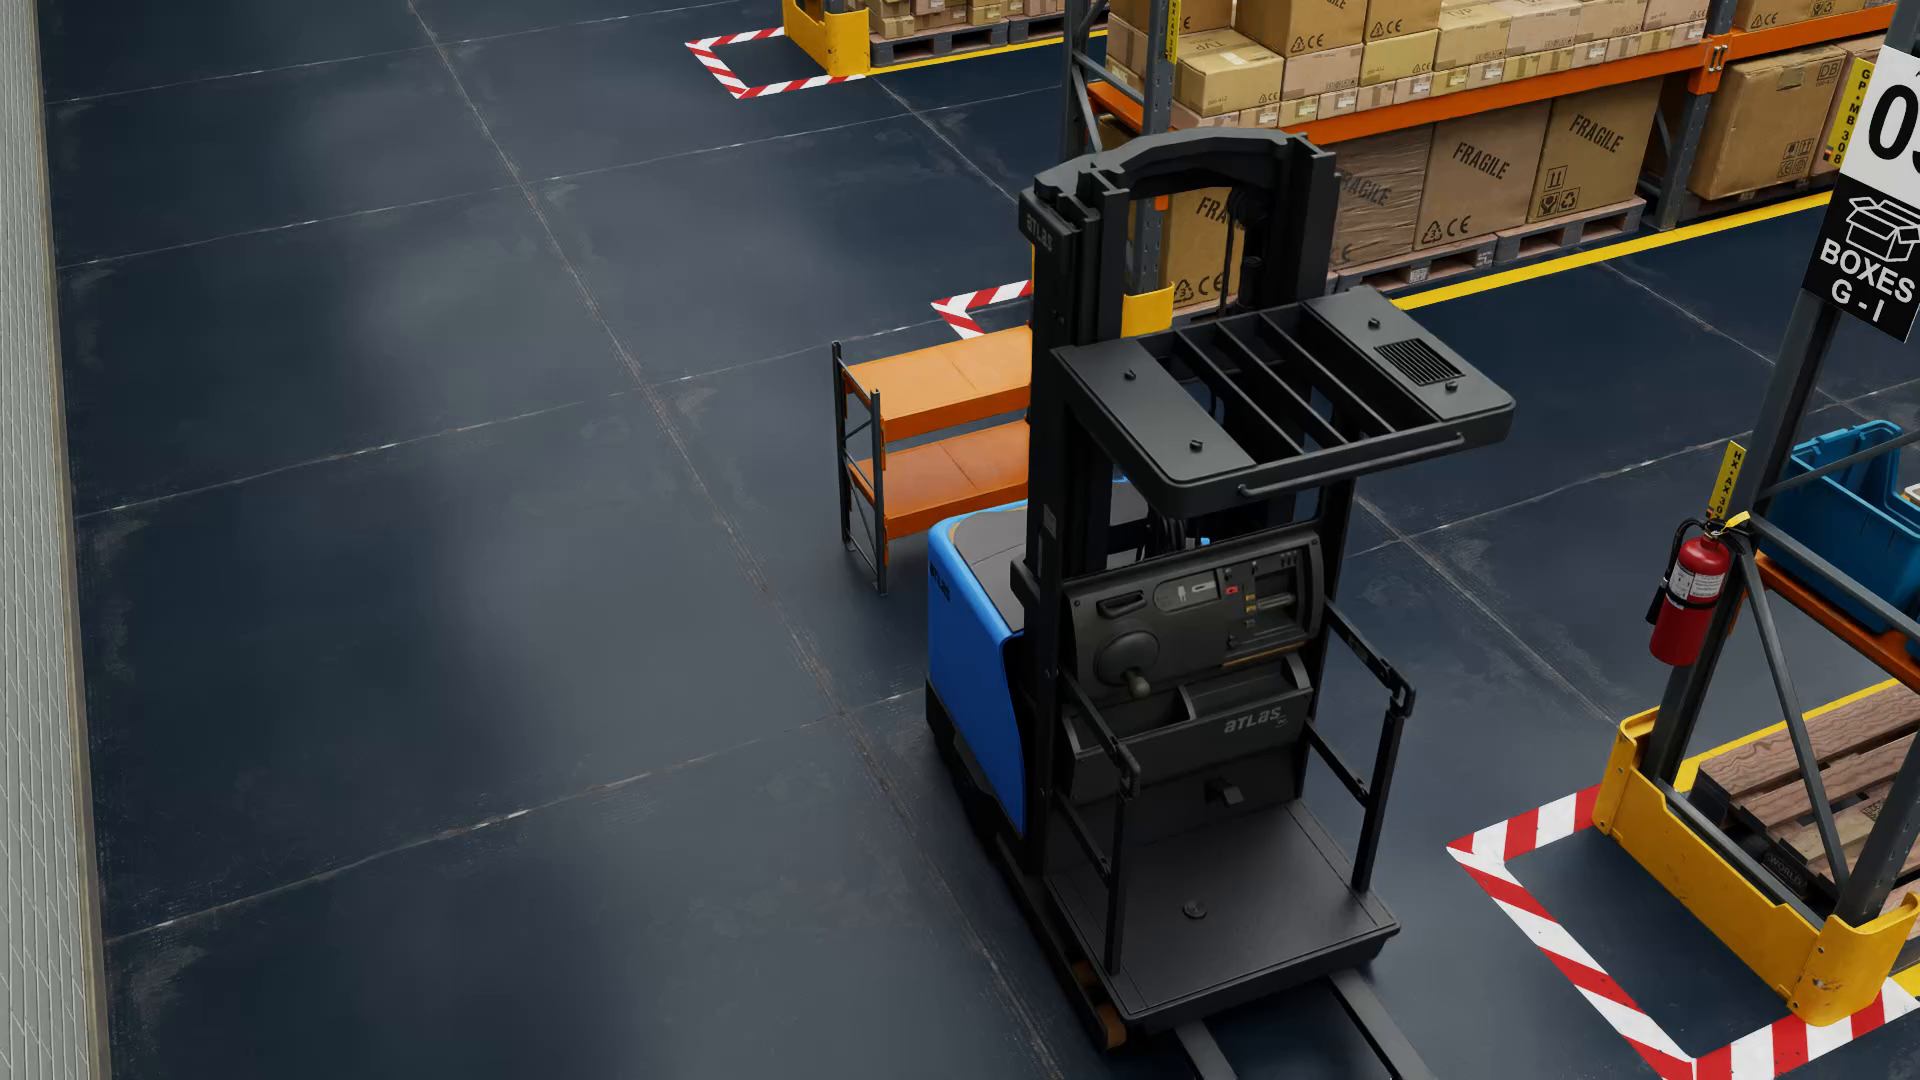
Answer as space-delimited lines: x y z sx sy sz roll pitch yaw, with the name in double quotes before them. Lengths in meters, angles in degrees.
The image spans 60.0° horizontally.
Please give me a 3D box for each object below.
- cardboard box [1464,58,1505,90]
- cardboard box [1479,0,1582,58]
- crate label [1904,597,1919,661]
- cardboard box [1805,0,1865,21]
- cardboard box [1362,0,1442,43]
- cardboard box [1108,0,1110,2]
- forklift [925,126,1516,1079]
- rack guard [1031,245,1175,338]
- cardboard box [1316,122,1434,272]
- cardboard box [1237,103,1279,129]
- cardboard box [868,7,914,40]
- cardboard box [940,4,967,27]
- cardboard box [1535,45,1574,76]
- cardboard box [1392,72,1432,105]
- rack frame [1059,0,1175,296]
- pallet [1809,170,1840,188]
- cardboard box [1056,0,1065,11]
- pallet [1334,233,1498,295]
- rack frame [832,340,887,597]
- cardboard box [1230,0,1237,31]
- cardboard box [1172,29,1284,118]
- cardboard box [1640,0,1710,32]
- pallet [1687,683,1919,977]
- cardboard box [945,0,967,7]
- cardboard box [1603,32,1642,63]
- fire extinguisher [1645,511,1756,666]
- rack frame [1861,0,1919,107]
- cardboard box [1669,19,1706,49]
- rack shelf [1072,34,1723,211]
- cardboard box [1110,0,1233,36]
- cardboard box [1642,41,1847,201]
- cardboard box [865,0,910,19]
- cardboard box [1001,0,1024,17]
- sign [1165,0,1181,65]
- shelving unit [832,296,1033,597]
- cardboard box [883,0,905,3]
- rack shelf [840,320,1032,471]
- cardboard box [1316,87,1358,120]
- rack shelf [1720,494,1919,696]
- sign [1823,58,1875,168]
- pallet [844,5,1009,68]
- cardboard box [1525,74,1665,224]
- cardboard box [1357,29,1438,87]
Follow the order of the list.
"cardboard box" 2.938 -2.771 9.678 0.250 0.149 0.380 -15 39 -19
"cardboard box" 3.251 -3.059 9.733 0.500 0.250 0.500 -15 39 -19
"crate label" 3.315 0.327 5.381 0.303 0.233 0.416 -16 39 -20
"cardboard box" 5.446 -3.664 10.588 0.500 0.500 0.500 -16 39 -20
"cardboard box" 2.316 -3.099 9.158 0.500 0.500 0.500 -17 40 -21
"cardboard box" 1.305 -4.694 14.101 0.250 0.149 0.380 -16 39 -20
"forklift" 0.875 0.320 5.358 1.130 2.935 3.031 -13 39 -17
"rack guard" 0.826 -1.492 9.842 0.348 0.500 1.175 -16 39 -20
"cardboard box" 2.217 -2.253 10.201 0.875 0.875 0.875 -16 39 -20
"cardboard box" 1.541 -2.379 9.150 0.250 0.149 0.380 -16 40 -21
"cardboard box" -0.558 -4.186 13.417 0.250 0.149 0.380 -15 39 -19
"cardboard box" -0.134 -4.363 13.655 0.250 0.149 0.380 -15 39 -19
"cardboard box" 3.400 -2.899 9.852 0.250 0.149 0.380 -15 39 -19
"cardboard box" 2.472 -2.640 9.502 0.250 0.149 0.380 -16 39 -20
"rack frame" 0.848 -2.502 9.106 0.127 3.000 1.000 -16 39 -20
"pallet" 6.241 -2.942 12.039 1.213 0.211 1.003 -16 39 -20
"cardboard box" 0.837 -4.585 13.954 0.250 0.149 0.380 -16 39 -20
"pallet" 2.641 -1.933 10.679 1.213 0.211 1.003 -16 39 -20
"rack frame" -0.466 -0.321 7.739 0.032 1.125 0.500 -16 39 -20
"cardboard box" 1.633 -2.955 9.593 0.500 0.250 0.500 -16 40 -21
"cardboard box" 1.397 -2.537 9.029 0.500 0.250 0.500 -17 40 -21
"cardboard box" 4.180 -3.321 10.085 0.500 0.250 0.500 -16 40 -21
"pallet" 3.715 1.101 6.588 1.213 0.211 1.003 -16 39 -20
"cardboard box" -0.129 -4.488 13.574 0.250 0.149 0.380 -15 39 -19
"cardboard box" 3.866 -3.030 10.028 0.250 0.149 0.380 -16 40 -21
"fire extinguisher" 2.622 0.143 5.918 0.183 0.674 0.296 -16 39 -20
"rack frame" 2.952 -2.241 3.717 0.127 3.000 1.000 -16 39 -20
"cardboard box" 4.332 -3.160 10.203 0.250 0.149 0.380 -15 39 -20
"rack shelf" 2.658 -2.720 10.002 4.000 0.370 1.077 -16 39 -20
"cardboard box" 1.177 -3.128 9.196 0.500 0.500 0.500 -15 39 -19
"cardboard box" 5.039 -3.003 11.212 0.875 0.875 1.225 -15 39 -20
"cardboard box" -0.585 -4.340 13.374 0.250 0.149 0.380 -14 39 -18
"cardboard box" 0.334 -4.485 13.819 0.250 0.149 0.380 -16 39 -20
"sign" 1.078 -2.581 8.419 0.005 0.325 0.100 -16 39 -20
"shelving unit" -0.006 -0.450 7.913 1.048 1.125 0.538 -16 39 -20
"cardboard box" -0.550 -4.415 13.225 0.250 0.149 0.380 -17 40 -22
"rack shelf" -0.006 -0.685 7.738 1.000 0.278 0.538 -16 39 -20
"cardboard box" 2.008 -2.511 9.328 0.250 0.149 0.380 -16 40 -21
"rack shelf" 4.762 -0.048 6.401 4.000 0.370 1.077 -16 39 -20
"sign" 2.704 -1.286 5.036 0.005 0.325 0.100 -16 39 -20
"pallet" -0.349 -4.288 13.855 1.213 0.211 1.003 -16 39 -20
"cardboard box" 3.837 -2.706 10.811 0.875 0.875 0.875 -16 39 -20
"cardboard box" 2.321 -2.798 9.380 0.500 0.250 0.500 -17 40 -21
